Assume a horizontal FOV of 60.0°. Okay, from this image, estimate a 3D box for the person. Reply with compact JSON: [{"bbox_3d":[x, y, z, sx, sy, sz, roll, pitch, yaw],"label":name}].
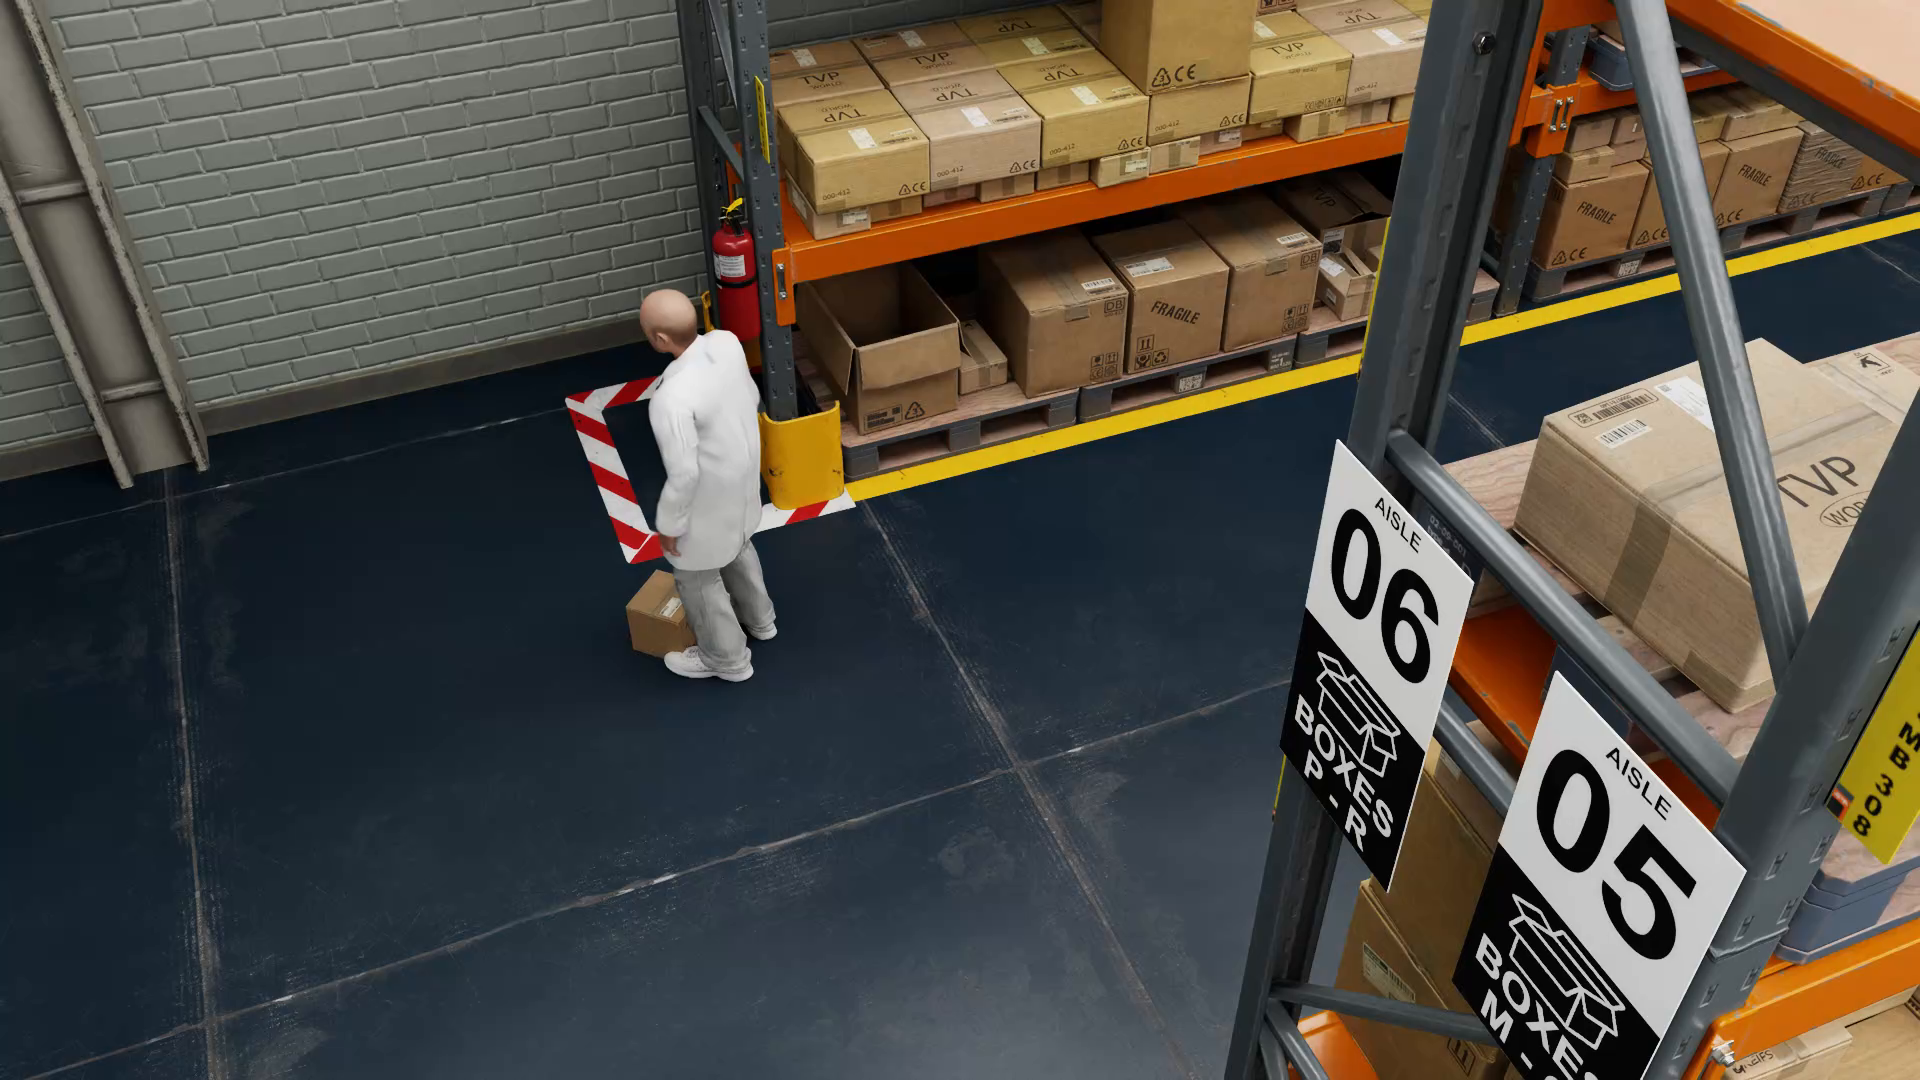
[{"bbox_3d":[-0.975,-0.199,6.398,0.427,1.773,0.642,15,43,16],"label":"person"}]
